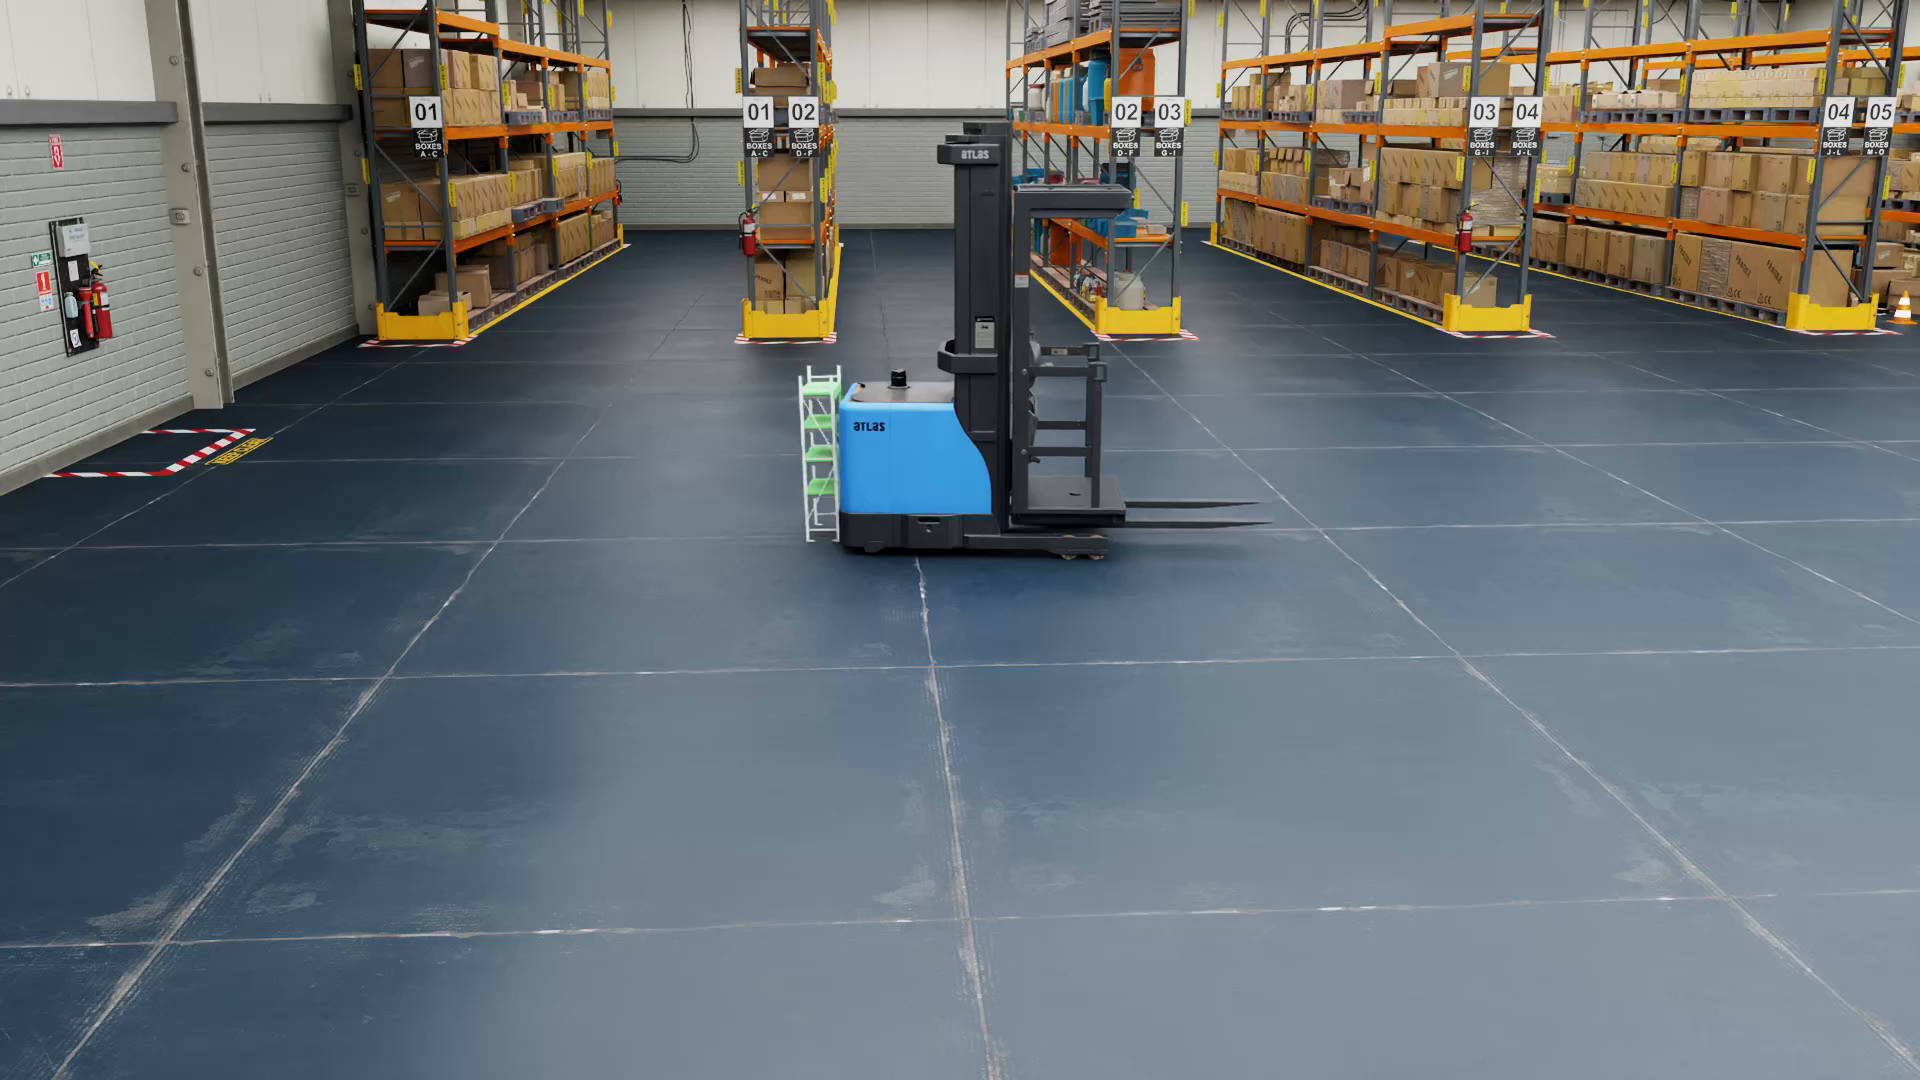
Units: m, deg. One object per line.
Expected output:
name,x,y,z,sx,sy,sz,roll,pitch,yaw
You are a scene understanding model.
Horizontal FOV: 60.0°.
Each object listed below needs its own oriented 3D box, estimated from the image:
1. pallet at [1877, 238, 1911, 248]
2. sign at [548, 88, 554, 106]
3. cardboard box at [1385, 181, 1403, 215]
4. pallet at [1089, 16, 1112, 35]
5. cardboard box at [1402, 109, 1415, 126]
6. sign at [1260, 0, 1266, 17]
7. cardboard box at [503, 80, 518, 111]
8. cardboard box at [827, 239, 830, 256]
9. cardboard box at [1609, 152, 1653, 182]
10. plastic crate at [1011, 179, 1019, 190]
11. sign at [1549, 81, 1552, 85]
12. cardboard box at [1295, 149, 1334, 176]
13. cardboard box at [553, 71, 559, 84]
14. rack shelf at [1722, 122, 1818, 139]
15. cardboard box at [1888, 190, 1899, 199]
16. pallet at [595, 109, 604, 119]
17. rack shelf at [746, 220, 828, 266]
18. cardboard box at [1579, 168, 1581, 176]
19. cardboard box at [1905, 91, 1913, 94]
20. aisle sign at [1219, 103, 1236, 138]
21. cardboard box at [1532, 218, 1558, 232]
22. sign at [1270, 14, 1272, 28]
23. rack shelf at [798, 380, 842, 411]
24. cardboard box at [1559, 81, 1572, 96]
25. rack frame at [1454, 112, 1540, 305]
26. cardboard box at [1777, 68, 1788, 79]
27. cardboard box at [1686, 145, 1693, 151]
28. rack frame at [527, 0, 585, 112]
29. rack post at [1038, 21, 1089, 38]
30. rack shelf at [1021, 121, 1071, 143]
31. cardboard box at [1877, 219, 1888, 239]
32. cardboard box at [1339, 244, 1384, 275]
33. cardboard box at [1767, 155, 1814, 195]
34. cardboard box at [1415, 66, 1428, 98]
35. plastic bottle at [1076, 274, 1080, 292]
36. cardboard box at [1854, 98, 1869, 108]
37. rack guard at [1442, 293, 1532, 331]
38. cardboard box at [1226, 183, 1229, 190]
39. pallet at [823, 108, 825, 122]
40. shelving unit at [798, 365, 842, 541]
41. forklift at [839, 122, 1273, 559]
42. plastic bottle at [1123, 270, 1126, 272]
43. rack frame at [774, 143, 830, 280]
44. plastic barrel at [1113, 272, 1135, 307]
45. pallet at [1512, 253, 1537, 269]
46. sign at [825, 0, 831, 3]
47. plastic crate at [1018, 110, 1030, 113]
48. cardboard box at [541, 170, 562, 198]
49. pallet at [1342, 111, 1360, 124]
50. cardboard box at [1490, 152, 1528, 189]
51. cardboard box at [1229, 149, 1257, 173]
pallet,21.467,-6.773,37.925,1.003,0.211,1.213,-1,14,-3
sign,-7.300,-7.904,29.670,0.100,0.325,0.005,-1,14,-3
cardboard box,7.200,-5.383,26.129,0.875,0.500,0.500,-1,14,-3
pallet,2.452,-7.463,24.155,1.003,0.211,1.213,-1,14,-3
cardboard box,7.068,-6.437,25.306,0.500,0.250,0.500,-1,15,-6
sign,6.187,-10.850,33.943,0.100,0.325,0.005,-1,14,-3
cardboard box,-7.624,-7.347,27.498,0.500,0.500,0.500,-1,14,-5
cardboard box,-2.619,-5.288,30.108,0.500,0.311,0.500,-1,14,-2
cardboard box,12.031,-6.642,29.613,0.700,0.500,0.500,-1,14,-4
plastic crate,1.338,-7.815,36.597,0.416,0.233,0.300,-1,14,-3
sign,12.252,-9.372,34.585,0.100,0.325,0.005,-1,14,-3
cardboard box,6.923,-7.301,32.170,0.797,0.503,0.637,-1,14,-2
cardboard box,-8.166,-9.045,32.551,0.500,0.250,0.500,0,14,1
rack shelf,16.757,-8.177,33.213,1.077,0.370,4.000,-1,14,-3
cardboard box,16.767,-6.171,29.653,0.380,0.149,0.250,0,14,-2
pallet,-8.202,-9.104,35.549,1.003,0.211,1.213,-1,14,-3
rack shelf,-2.526,-4.430,24.669,1.077,0.370,4.000,-1,14,-3
cardboard box,12.081,-7.090,32.030,0.380,0.149,0.250,-1,14,-4
cardboard box,21.252,-9.788,36.731,0.500,0.250,0.500,-1,14,-2
aisle sign,6.190,-9.685,38.430,0.394,0.787,0.004,-1,14,-3
cardboard box,11.585,-6.248,32.960,0.500,0.250,0.500,-1,14,-2
sign,7.037,-11.813,37.847,0.100,0.325,0.005,-1,14,-3
rack shelf,-1.002,-1.039,11.972,0.258,0.148,0.480,-1,14,2
cardboard box,11.615,-8.570,31.558,0.396,0.266,0.258,-1,14,-3
rack frame,7.485,-4.433,23.237,1.000,3.000,0.127,-1,14,-3
cardboard box,12.035,-6.722,23.975,0.380,0.149,0.250,-1,14,-2
cardboard box,16.264,-8.469,36.715,0.500,0.500,0.500,-1,14,-3
rack frame,-8.089,-10.094,33.197,1.000,3.000,0.127,-1,14,-3
rack post,1.961,-9.395,30.632,0.954,0.300,0.937,-1,14,-3
rack shelf,1.922,-7.948,32.321,1.077,0.370,4.000,-1,14,-3
cardboard box,21.229,-7.136,37.915,0.500,0.500,0.500,-1,14,-2
cardboard box,7.140,-4.980,29.497,0.700,0.500,0.500,0,14,1
cardboard box,12.332,-5.308,24.170,0.875,0.550,0.550,-1,14,-3
cardboard box,7.520,-7.207,26.198,0.500,0.500,0.500,-1,14,-5
plastic bottle,1.924,-4.080,26.445,0.152,0.276,0.135,0,14,-1
cardboard box,12.741,-6.158,23.380,0.380,0.149,0.250,-1,14,-3
rack guard,7.481,-3.242,23.622,1.175,0.500,0.348,-1,14,-3
cardboard box,6.238,-8.005,37.623,0.380,0.149,0.250,-1,14,-4
pallet,-2.571,-6.474,25.327,1.003,0.211,1.213,-1,14,-3
shelving unit,-0.991,-0.636,12.075,0.258,1.200,0.503,-1,14,2
forklift,0.681,-1.422,11.670,3.031,2.935,1.130,0,14,2
plastic bottle,2.622,-4.126,26.476,0.144,0.351,0.185,-1,14,-5
rack frame,-2.898,-6.271,30.379,1.000,3.000,0.127,-1,14,-3
plastic barrel,2.394,-3.642,24.313,0.421,0.512,0.421,0,14,0
pallet,11.827,-5.621,33.449,1.003,0.211,1.213,-1,14,-3
sign,-2.344,-9.715,29.532,0.100,0.325,0.005,-1,14,-3
plastic crate,1.424,-8.934,35.047,0.416,0.233,0.300,-1,14,-3
cardboard box,-7.616,-6.520,30.511,0.500,0.500,0.500,0,14,-2
pallet,7.238,-7.203,28.358,1.213,0.211,1.003,-1,14,-3
cardboard box,7.723,-5.251,23.611,0.500,0.500,0.500,-1,14,-3
cardboard box,6.324,-8.470,37.127,0.500,0.500,0.500,-1,14,-5
